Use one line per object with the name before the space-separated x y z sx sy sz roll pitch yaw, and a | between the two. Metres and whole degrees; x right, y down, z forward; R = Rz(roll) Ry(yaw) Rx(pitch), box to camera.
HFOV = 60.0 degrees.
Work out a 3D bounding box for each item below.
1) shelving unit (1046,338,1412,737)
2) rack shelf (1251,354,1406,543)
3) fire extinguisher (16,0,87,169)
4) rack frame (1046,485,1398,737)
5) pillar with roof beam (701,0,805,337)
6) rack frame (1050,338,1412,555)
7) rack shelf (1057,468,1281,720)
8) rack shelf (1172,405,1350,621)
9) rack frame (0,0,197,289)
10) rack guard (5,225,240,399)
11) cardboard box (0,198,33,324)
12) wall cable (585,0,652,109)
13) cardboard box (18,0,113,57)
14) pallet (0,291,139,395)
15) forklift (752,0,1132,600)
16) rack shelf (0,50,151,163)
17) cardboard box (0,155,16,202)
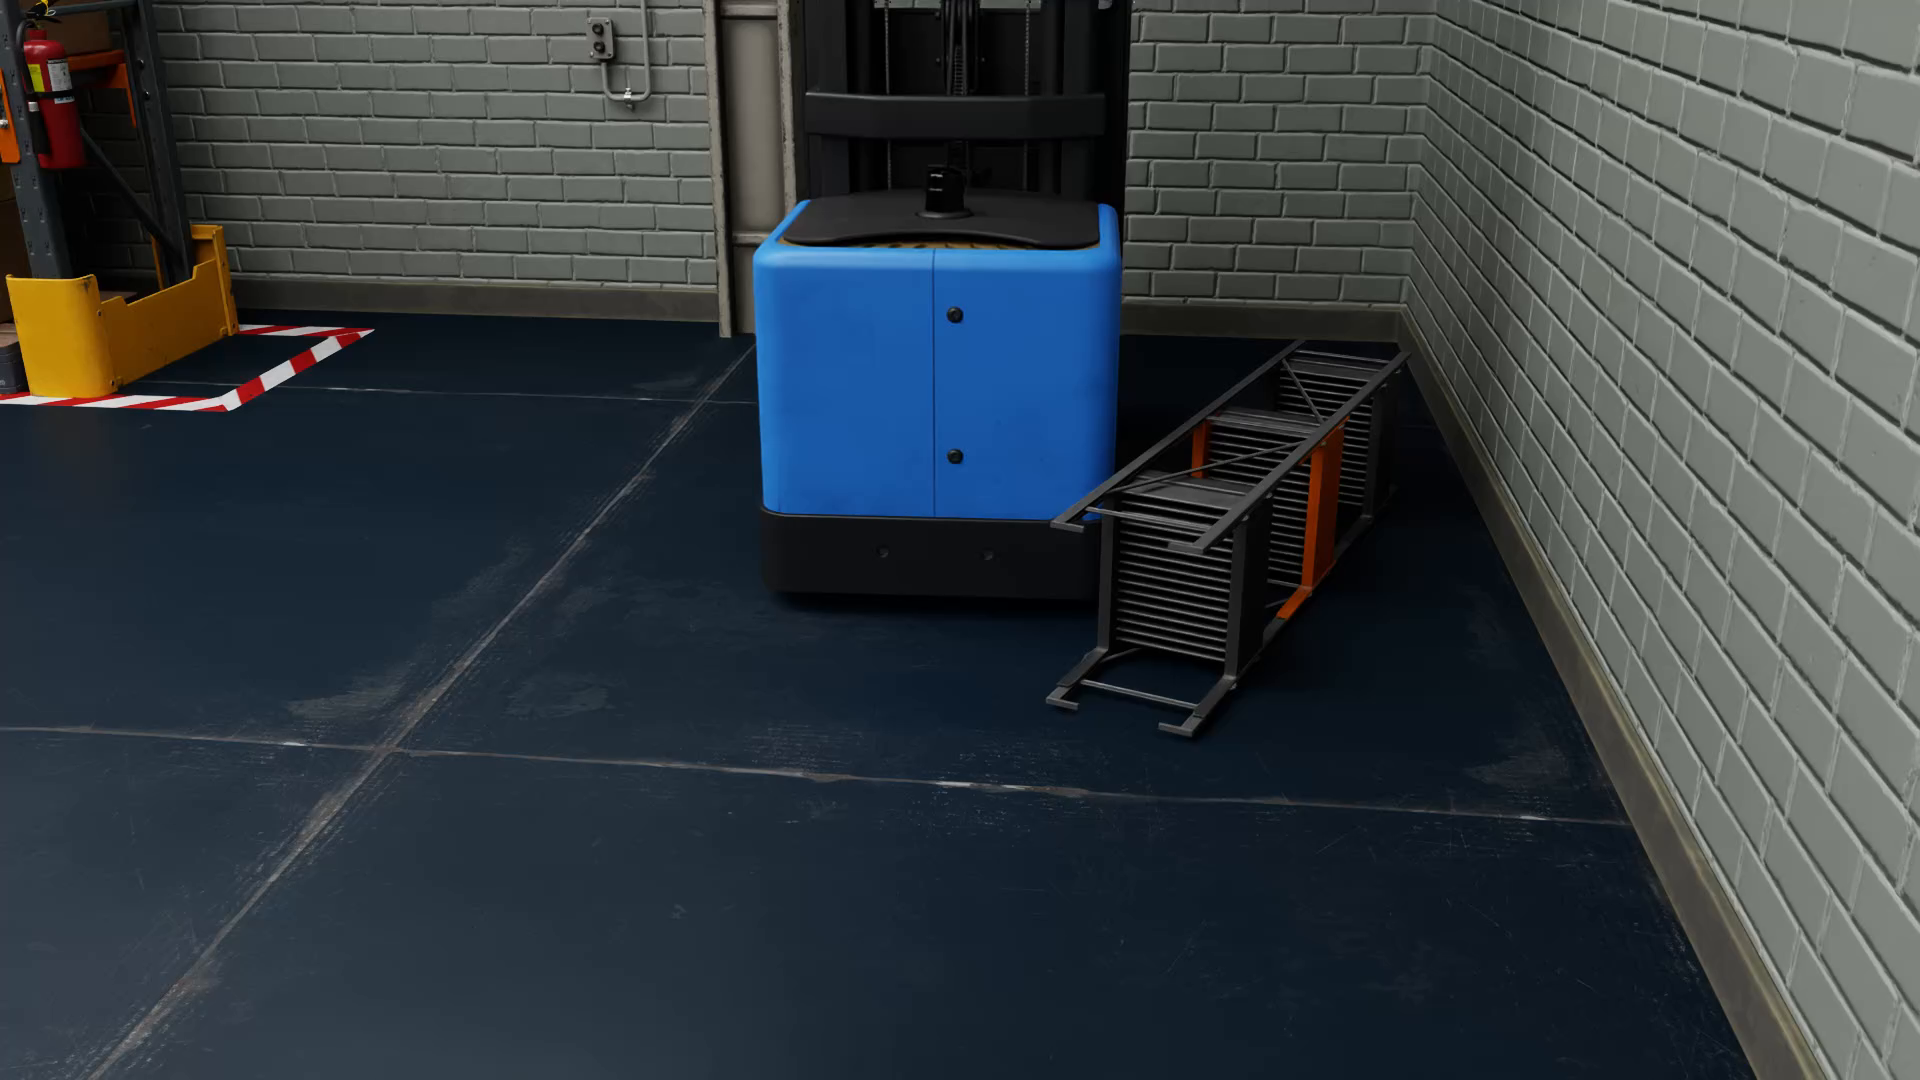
shelving unit | 0.887 -0.111 5.009 0.431 0.503 2.100 11 24 25
rack shelf | 1.204 -0.329 5.577 0.431 0.480 0.518 11 24 25
fire extinguisher | -3.610 -1.819 6.574 0.183 0.674 0.296 2 22 6
rack frame | 0.886 0.117 5.097 0.400 0.015 2.100 11 24 25
pillar with roof beam | -1.429 -3.621 2.359 0.400 9.000 9.100 2 22 6
rack frame | 0.888 -0.338 4.921 0.400 0.015 2.100 11 24 25
rack shelf | 0.557 0.116 4.418 0.431 0.480 0.518 11 24 25
rack shelf | 0.880 -0.106 4.998 0.431 0.480 0.518 11 24 25
rack frame | -3.706 -2.204 6.934 0.127 3.000 1.000 2 22 6
rack guard | -3.682 -1.040 7.391 0.348 0.500 1.175 2 22 6
cardboard box | -4.413 -1.230 7.301 0.500 0.500 0.700 2 22 6
wall cable | -2.323 -2.966 7.481 1.851 1.984 0.084 2 22 6
cardboard box | -4.213 -2.362 6.926 0.700 0.700 0.980 3 22 9
pallet | -4.509 -0.913 7.462 1.213 0.211 1.003 2 22 6
forklift | 0.034 -1.687 5.721 1.130 2.935 3.031 1 22 4
rack shelf | -5.692 -1.956 7.285 4.000 0.370 1.077 2 22 6
cardboard box | -4.265 -1.600 7.353 0.250 0.149 0.380 3 22 7
